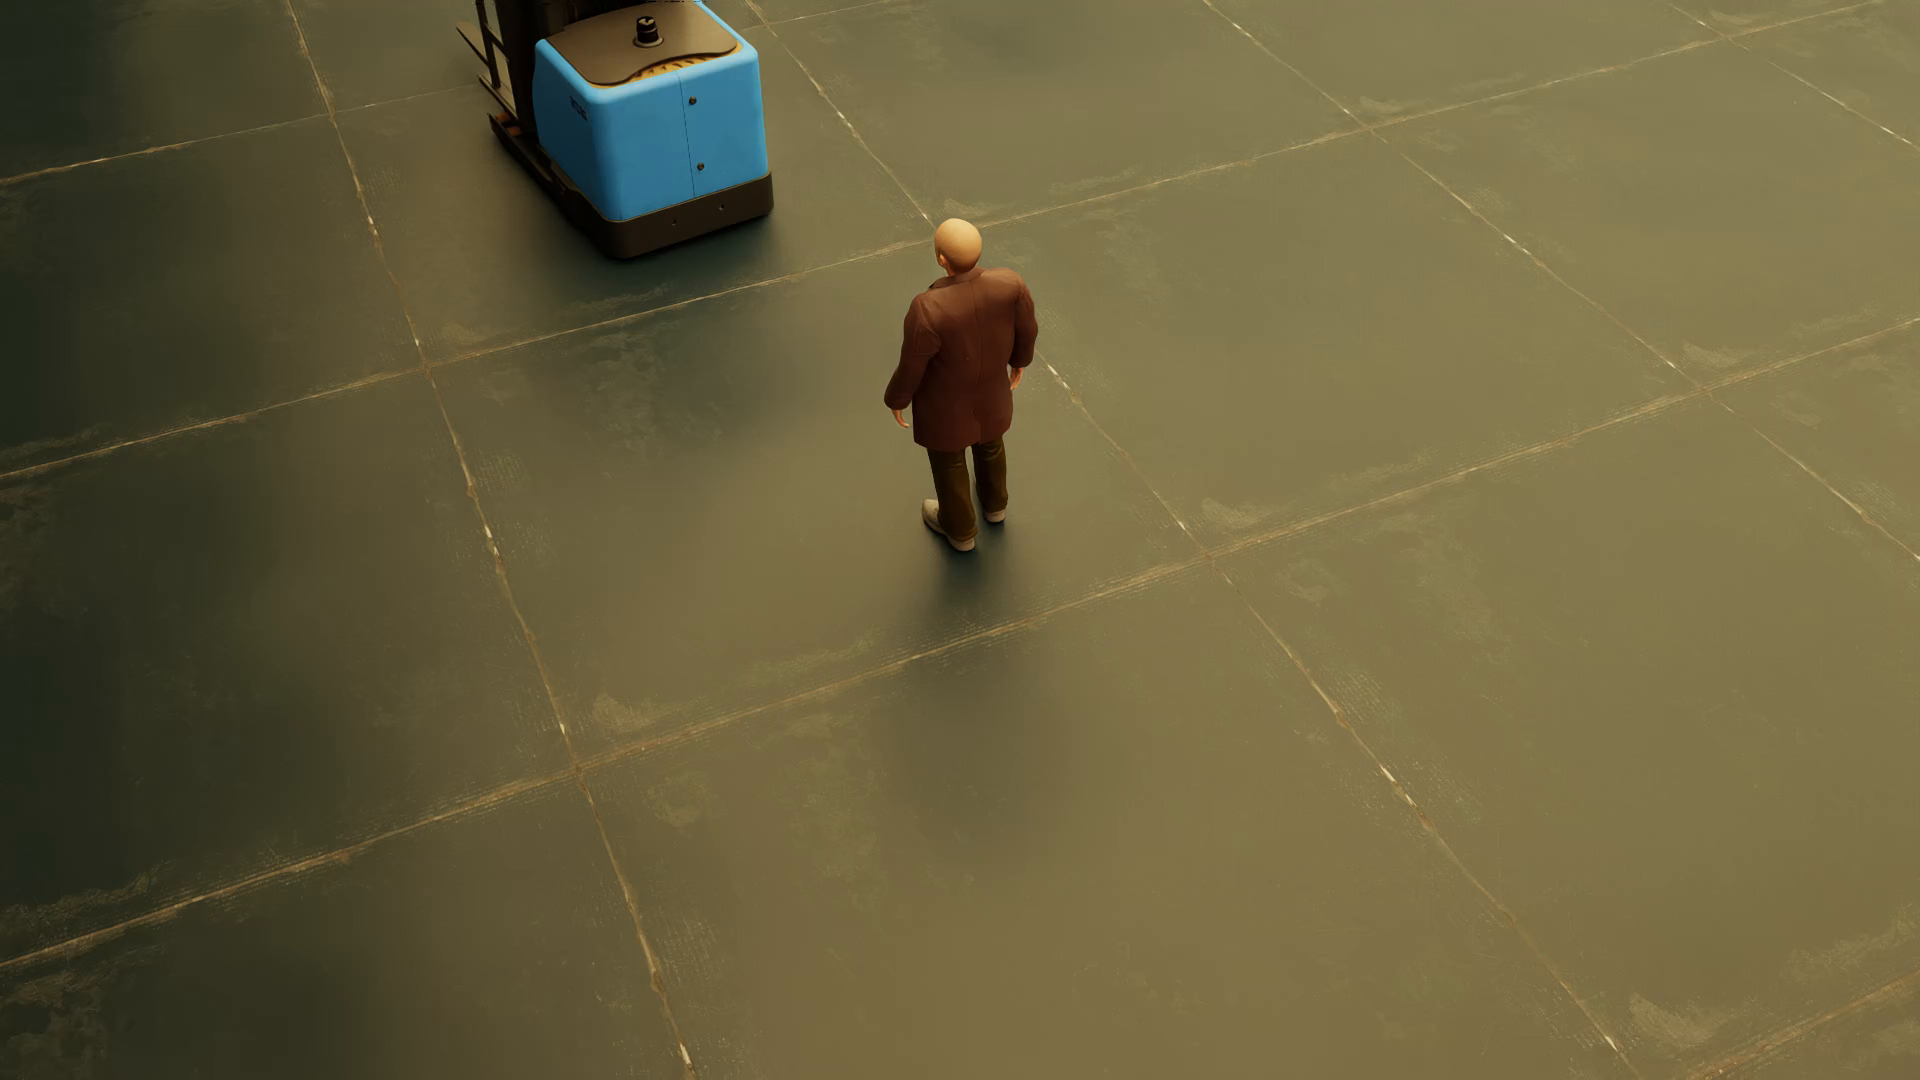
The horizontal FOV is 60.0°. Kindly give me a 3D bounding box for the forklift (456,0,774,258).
[{"bbox_3d":[-2.314,-3.653,9.594,1.130,2.935,3.031,-23,48,-23],"label":"forklift"}]

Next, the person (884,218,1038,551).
[{"bbox_3d":[-0.034,-0.713,7.278,0.696,1.776,0.582,-18,46,-18],"label":"person"}]
